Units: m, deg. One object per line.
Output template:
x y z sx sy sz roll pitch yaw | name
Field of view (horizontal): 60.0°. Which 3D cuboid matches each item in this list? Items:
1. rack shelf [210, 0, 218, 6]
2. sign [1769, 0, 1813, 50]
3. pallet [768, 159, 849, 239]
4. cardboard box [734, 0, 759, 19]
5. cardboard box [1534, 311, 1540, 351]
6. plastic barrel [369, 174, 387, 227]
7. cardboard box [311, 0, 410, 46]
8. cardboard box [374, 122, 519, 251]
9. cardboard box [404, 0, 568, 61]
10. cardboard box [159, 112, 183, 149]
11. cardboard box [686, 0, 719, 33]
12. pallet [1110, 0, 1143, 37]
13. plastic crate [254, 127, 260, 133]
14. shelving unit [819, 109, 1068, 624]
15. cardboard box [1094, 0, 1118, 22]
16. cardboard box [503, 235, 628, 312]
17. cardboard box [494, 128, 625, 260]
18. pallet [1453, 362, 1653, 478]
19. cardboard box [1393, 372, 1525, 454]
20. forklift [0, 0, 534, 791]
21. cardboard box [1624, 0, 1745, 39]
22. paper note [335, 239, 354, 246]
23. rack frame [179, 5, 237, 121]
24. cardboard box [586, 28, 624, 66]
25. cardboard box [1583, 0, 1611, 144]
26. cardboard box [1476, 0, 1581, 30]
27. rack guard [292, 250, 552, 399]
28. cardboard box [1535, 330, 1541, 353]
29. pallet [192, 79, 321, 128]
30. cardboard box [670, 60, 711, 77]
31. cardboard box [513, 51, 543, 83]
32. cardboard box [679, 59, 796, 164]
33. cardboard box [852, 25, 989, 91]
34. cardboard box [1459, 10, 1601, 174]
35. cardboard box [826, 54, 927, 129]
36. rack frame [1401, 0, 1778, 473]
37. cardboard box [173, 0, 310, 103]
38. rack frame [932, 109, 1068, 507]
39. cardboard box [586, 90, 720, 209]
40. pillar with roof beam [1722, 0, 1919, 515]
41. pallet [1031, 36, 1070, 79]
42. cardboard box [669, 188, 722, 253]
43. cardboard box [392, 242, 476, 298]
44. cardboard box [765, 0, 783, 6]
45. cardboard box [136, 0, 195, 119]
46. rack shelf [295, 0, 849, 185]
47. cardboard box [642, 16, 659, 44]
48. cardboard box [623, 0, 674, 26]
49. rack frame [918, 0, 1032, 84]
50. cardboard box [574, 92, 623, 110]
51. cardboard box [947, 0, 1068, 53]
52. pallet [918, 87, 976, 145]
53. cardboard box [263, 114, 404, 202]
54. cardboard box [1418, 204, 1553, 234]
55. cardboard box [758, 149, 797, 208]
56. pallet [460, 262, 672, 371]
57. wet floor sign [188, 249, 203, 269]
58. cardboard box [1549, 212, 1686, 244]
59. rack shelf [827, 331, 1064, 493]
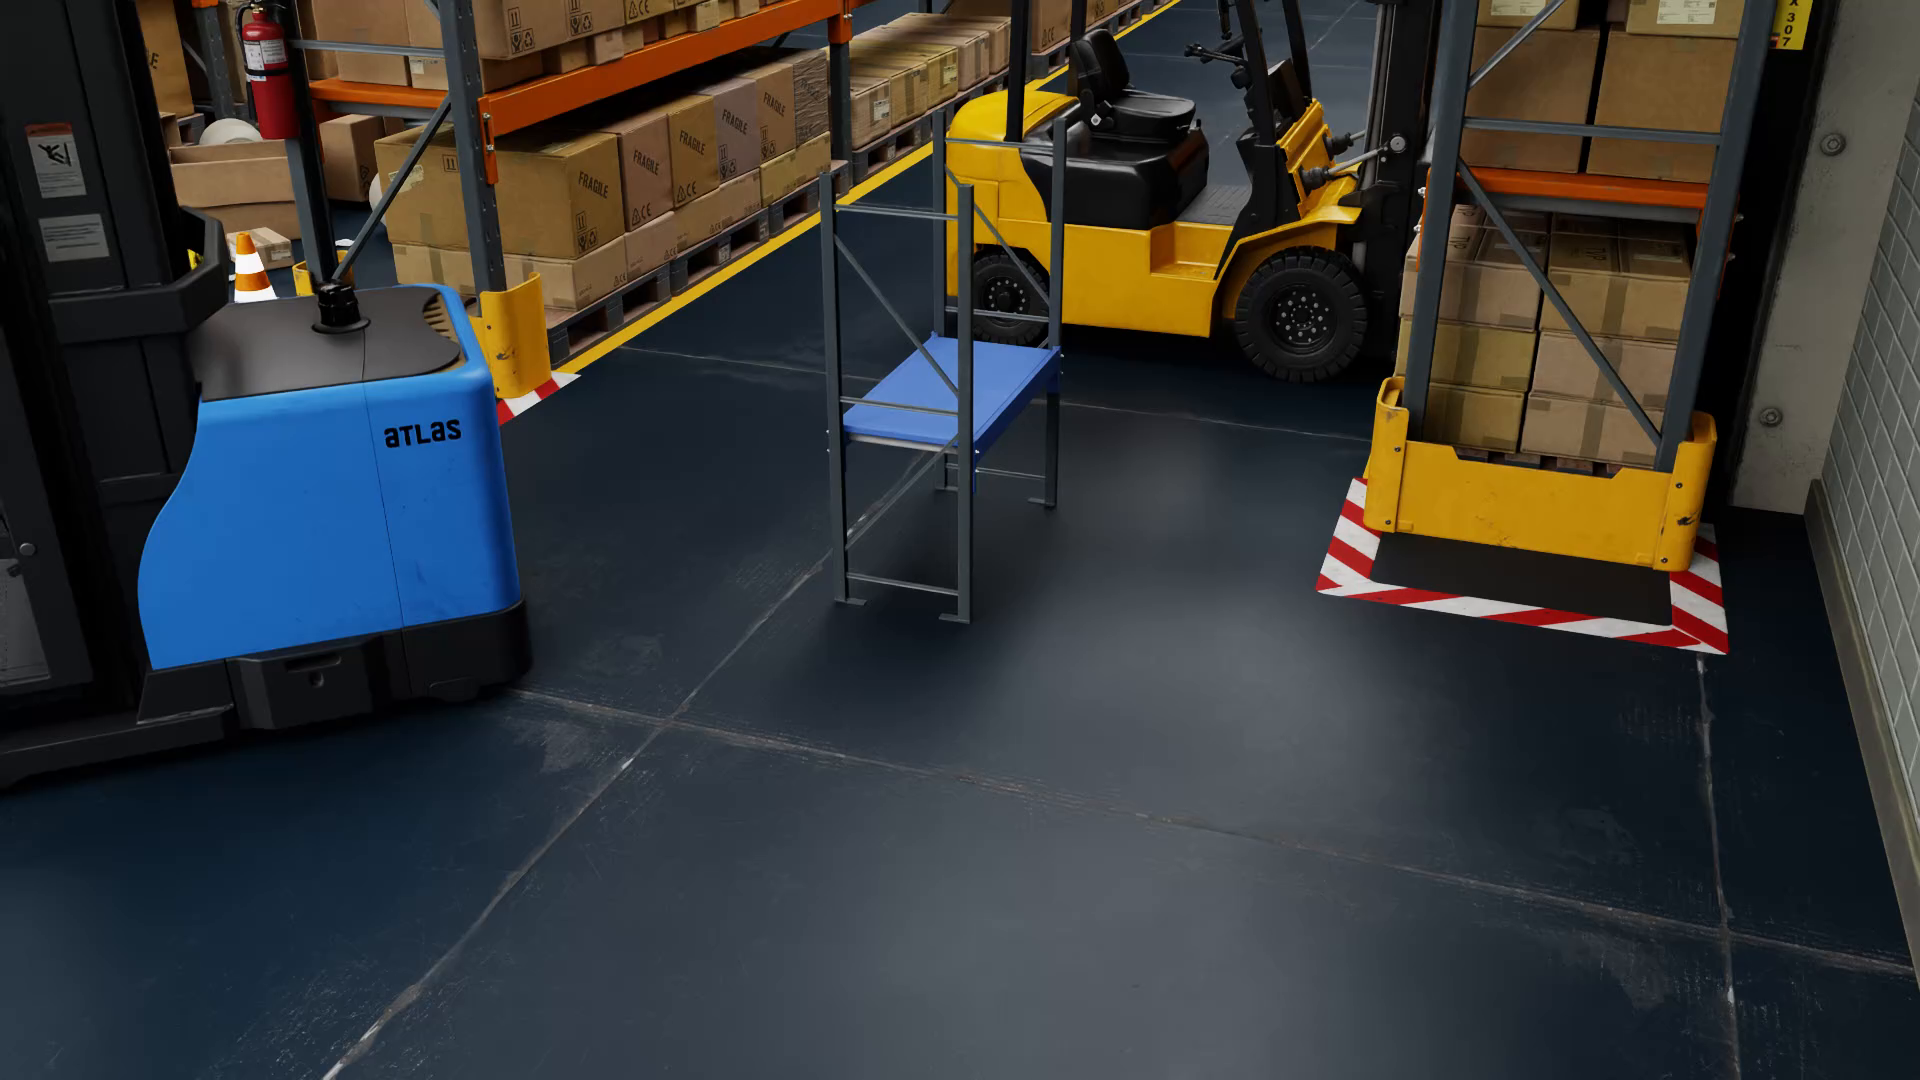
-5.241 -4.928 13.812 1.077 0.370 4.000 9 27 17 | rack shelf
2.668 -1.734 5.305 0.100 0.325 0.005 9 27 17 | sign
-1.395 -2.217 10.588 1.003 0.211 1.213 9 27 17 | pallet
-1.359 -3.046 9.388 0.380 0.149 0.250 8 27 17 | cardboard box
2.191 -1.018 7.010 0.500 0.250 0.500 8 27 17 | cardboard box
-3.276 -2.019 9.933 0.421 0.421 0.512 -14 29 -27 | plastic barrel
-2.615 -2.552 7.622 0.500 0.500 0.500 8 27 17 | cardboard box
-2.515 -1.766 8.268 0.500 0.500 0.500 9 27 18 | cardboard box
-2.117 -2.443 7.398 0.500 0.500 0.500 8 27 17 | cardboard box
-5.455 -2.519 10.877 0.500 0.500 0.500 14 29 26 | cardboard box
-1.524 -2.834 8.950 0.380 0.149 0.250 9 27 18 | cardboard box
1.272 -5.458 17.281 1.003 0.211 1.213 9 27 17 | pallet
-4.729 -2.929 12.018 0.662 0.188 0.450 -20 23 -36 | plastic crate
-0.028 -0.640 5.851 0.538 1.500 1.048 9 27 17 | shelving unit
1.033 -5.635 16.403 0.875 0.875 0.875 10 27 19 | cardboard box
-2.006 -1.353 8.275 0.500 0.250 0.500 9 27 17 | cardboard box
-1.999 -1.700 8.132 0.500 0.500 0.500 8 27 16 | cardboard box
2.361 -0.457 6.951 1.003 0.211 1.213 9 27 17 | pallet
2.005 -0.582 6.683 0.500 0.250 0.500 9 27 18 | cardboard box
-2.922 -0.800 4.538 3.031 2.935 1.130 -10 27 -19 | forklift
2.504 -1.830 5.729 0.380 0.149 0.250 8 27 16 | cardboard box
-3.674 -1.773 9.890 0.148 0.019 0.142 20 32 35 | paper note
-5.906 -4.430 11.957 1.000 3.000 0.127 9 27 17 | rack frame
-1.864 -2.407 8.068 0.380 0.149 0.250 9 27 18 | cardboard box
2.725 -1.817 6.446 0.500 0.500 0.500 10 27 19 | cardboard box
1.997 -1.912 5.897 0.380 0.149 0.250 9 27 18 | cardboard box
-2.510 -1.016 7.775 1.175 0.500 0.348 9 27 17 | rack guard
2.655 -0.939 6.847 0.500 0.250 0.500 8 27 17 | cardboard box
-5.720 -3.503 13.242 1.003 0.211 1.213 9 27 17 | pallet
-1.823 -2.618 10.027 0.500 0.500 0.500 10 28 20 | cardboard box
-2.157 -2.212 7.665 0.380 0.149 0.250 9 27 18 | cardboard box
-1.316 -2.551 9.890 0.500 0.500 0.500 9 27 18 | cardboard box
-0.309 -3.869 13.331 0.950 0.372 0.625 8 27 16 | cardboard box
2.062 -1.677 6.157 0.500 0.500 0.500 8 27 16 | cardboard box
-0.796 -3.272 12.099 0.950 0.372 0.625 11 28 21 | cardboard box
2.146 -1.392 5.682 1.000 3.000 0.127 9 27 17 | rack frame
-5.784 -3.875 12.910 1.050 0.750 0.750 9 27 17 | cardboard box
0.141 -0.849 6.282 0.500 1.500 0.032 9 27 17 | rack frame
-1.655 -2.120 9.000 0.500 0.500 0.500 9 27 18 | cardboard box
-0.832 -4.871 5.985 9.100 9.000 0.400 9 27 17 | pillar with roof beam
0.460 -4.455 15.210 1.003 0.211 1.213 9 27 17 | pallet
-1.660 -1.787 9.173 0.500 0.250 0.500 11 28 21 | cardboard box
-2.512 -1.442 8.460 0.500 0.250 0.500 9 27 17 | cardboard box
-1.261 -3.265 9.839 0.380 0.149 0.250 9 27 18 | cardboard box
-6.181 -3.414 11.816 0.875 0.875 0.875 9 27 18 | cardboard box
-1.870 -2.608 9.020 1.077 0.370 4.000 9 27 17 | rack shelf
-1.779 -2.636 8.540 0.380 0.149 0.250 10 27 19 | cardboard box
-1.779 -2.866 8.271 0.500 0.500 0.500 8 27 16 | cardboard box
0.126 -5.397 13.956 1.000 3.000 0.127 9 27 17 | rack frame
-2.170 -2.187 9.138 0.500 0.500 0.500 8 27 16 | cardboard box
0.435 -4.902 14.888 0.875 0.875 0.875 8 27 17 | cardboard box
-0.543 -3.322 12.868 1.003 0.211 1.213 9 27 17 | pallet
-4.035 -2.522 10.725 0.797 0.637 0.503 9 27 17 | cardboard box
2.170 -1.238 6.891 0.500 0.250 0.500 9 27 18 | cardboard box
-1.316 -2.203 10.031 0.500 0.250 0.500 8 27 16 | cardboard box
-2.207 -1.215 8.517 1.003 0.211 1.213 9 27 17 | pallet
-3.608 -1.127 7.838 0.267 0.644 0.232 20 32 35 | wet floor sign
2.648 -1.169 6.748 0.500 0.250 0.500 9 27 18 | cardboard box
-0.028 -0.478 5.929 0.538 0.185 1.000 9 27 17 | rack shelf
